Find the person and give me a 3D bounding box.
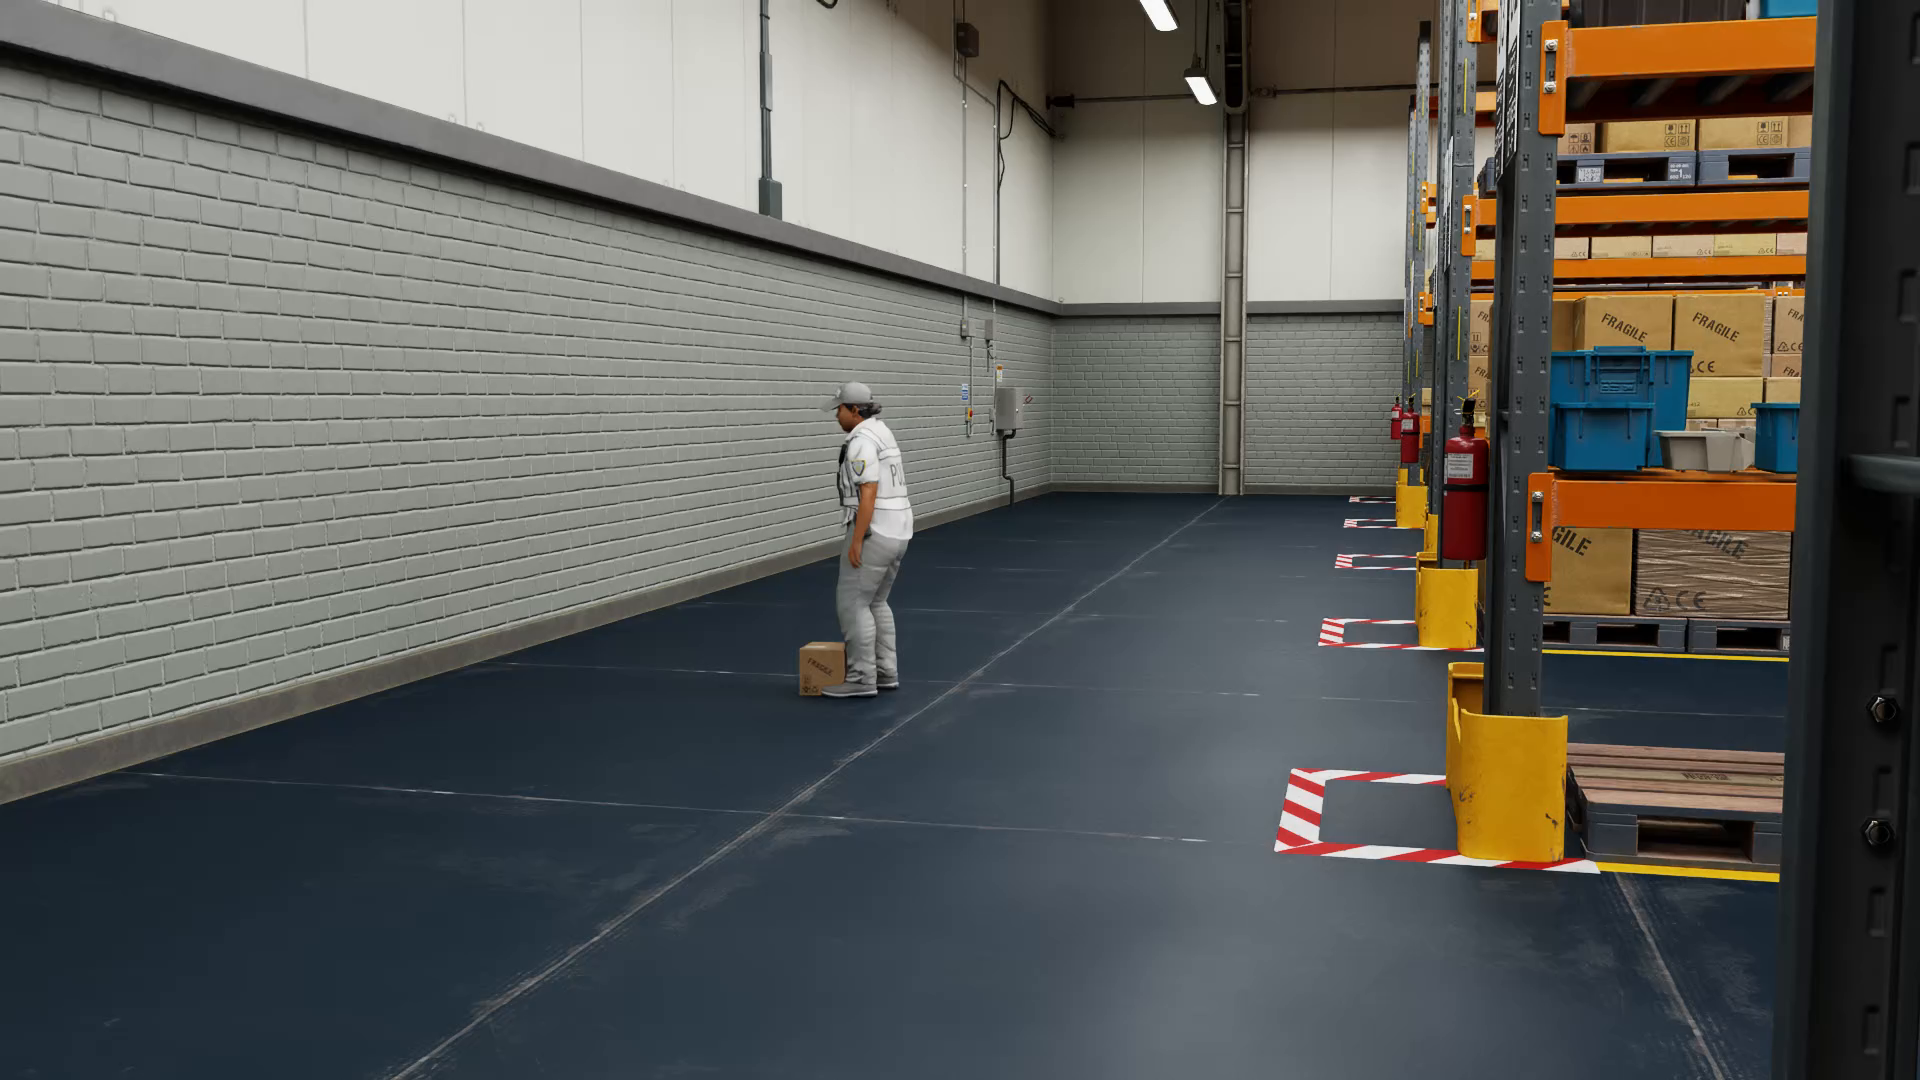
[{"bbox_3d":[-0.496,-0.008,8.842,0.469,1.664,0.547,1,5,11],"label":"person"}]
